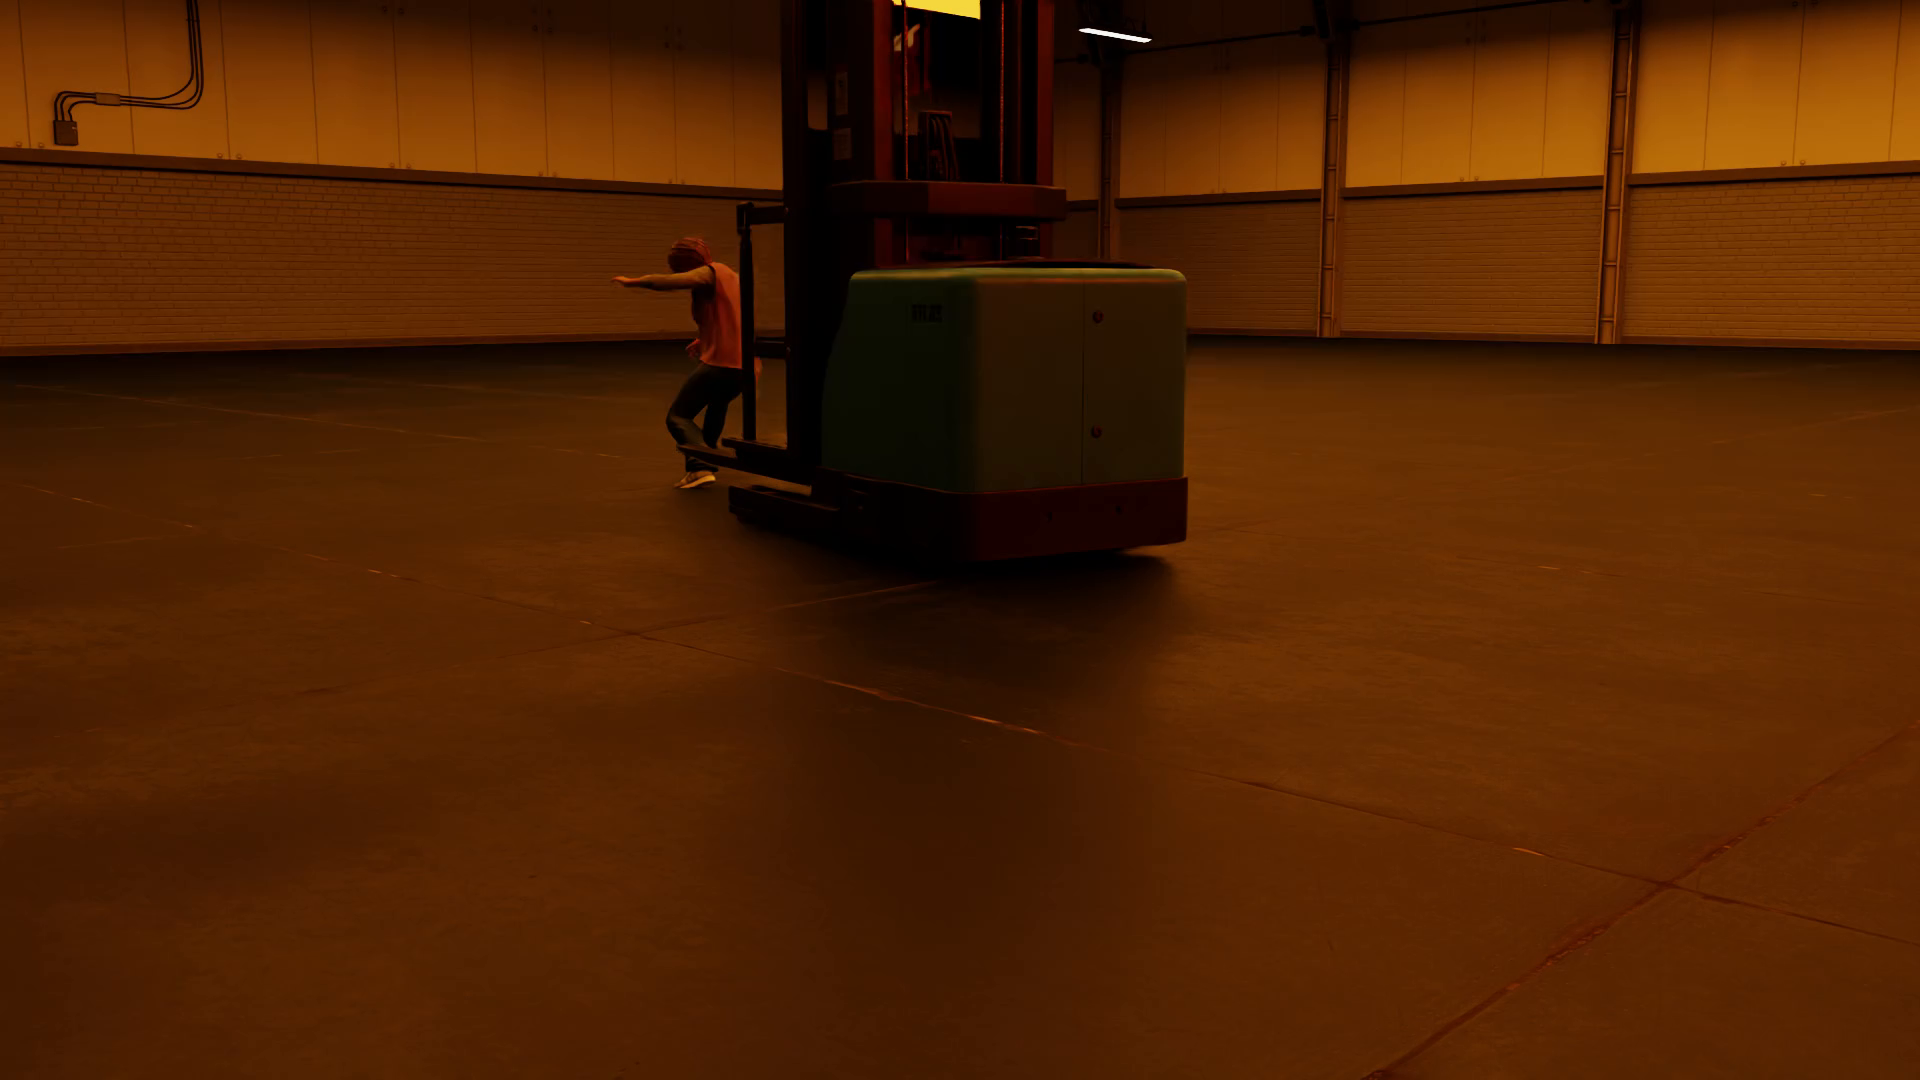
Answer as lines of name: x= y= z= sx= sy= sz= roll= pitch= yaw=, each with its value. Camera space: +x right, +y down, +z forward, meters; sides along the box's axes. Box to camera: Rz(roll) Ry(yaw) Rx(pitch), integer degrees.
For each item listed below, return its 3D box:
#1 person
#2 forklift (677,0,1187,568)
person: x=-1.418 y=-0.956 z=8.951 sx=0.922 sy=1.302 sz=0.977 roll=5 pitch=10 yaw=31
forklift: x=-0.346 y=-1.528 z=7.024 sx=1.130 sy=2.935 sz=3.031 roll=-5 pitch=10 yaw=-31
